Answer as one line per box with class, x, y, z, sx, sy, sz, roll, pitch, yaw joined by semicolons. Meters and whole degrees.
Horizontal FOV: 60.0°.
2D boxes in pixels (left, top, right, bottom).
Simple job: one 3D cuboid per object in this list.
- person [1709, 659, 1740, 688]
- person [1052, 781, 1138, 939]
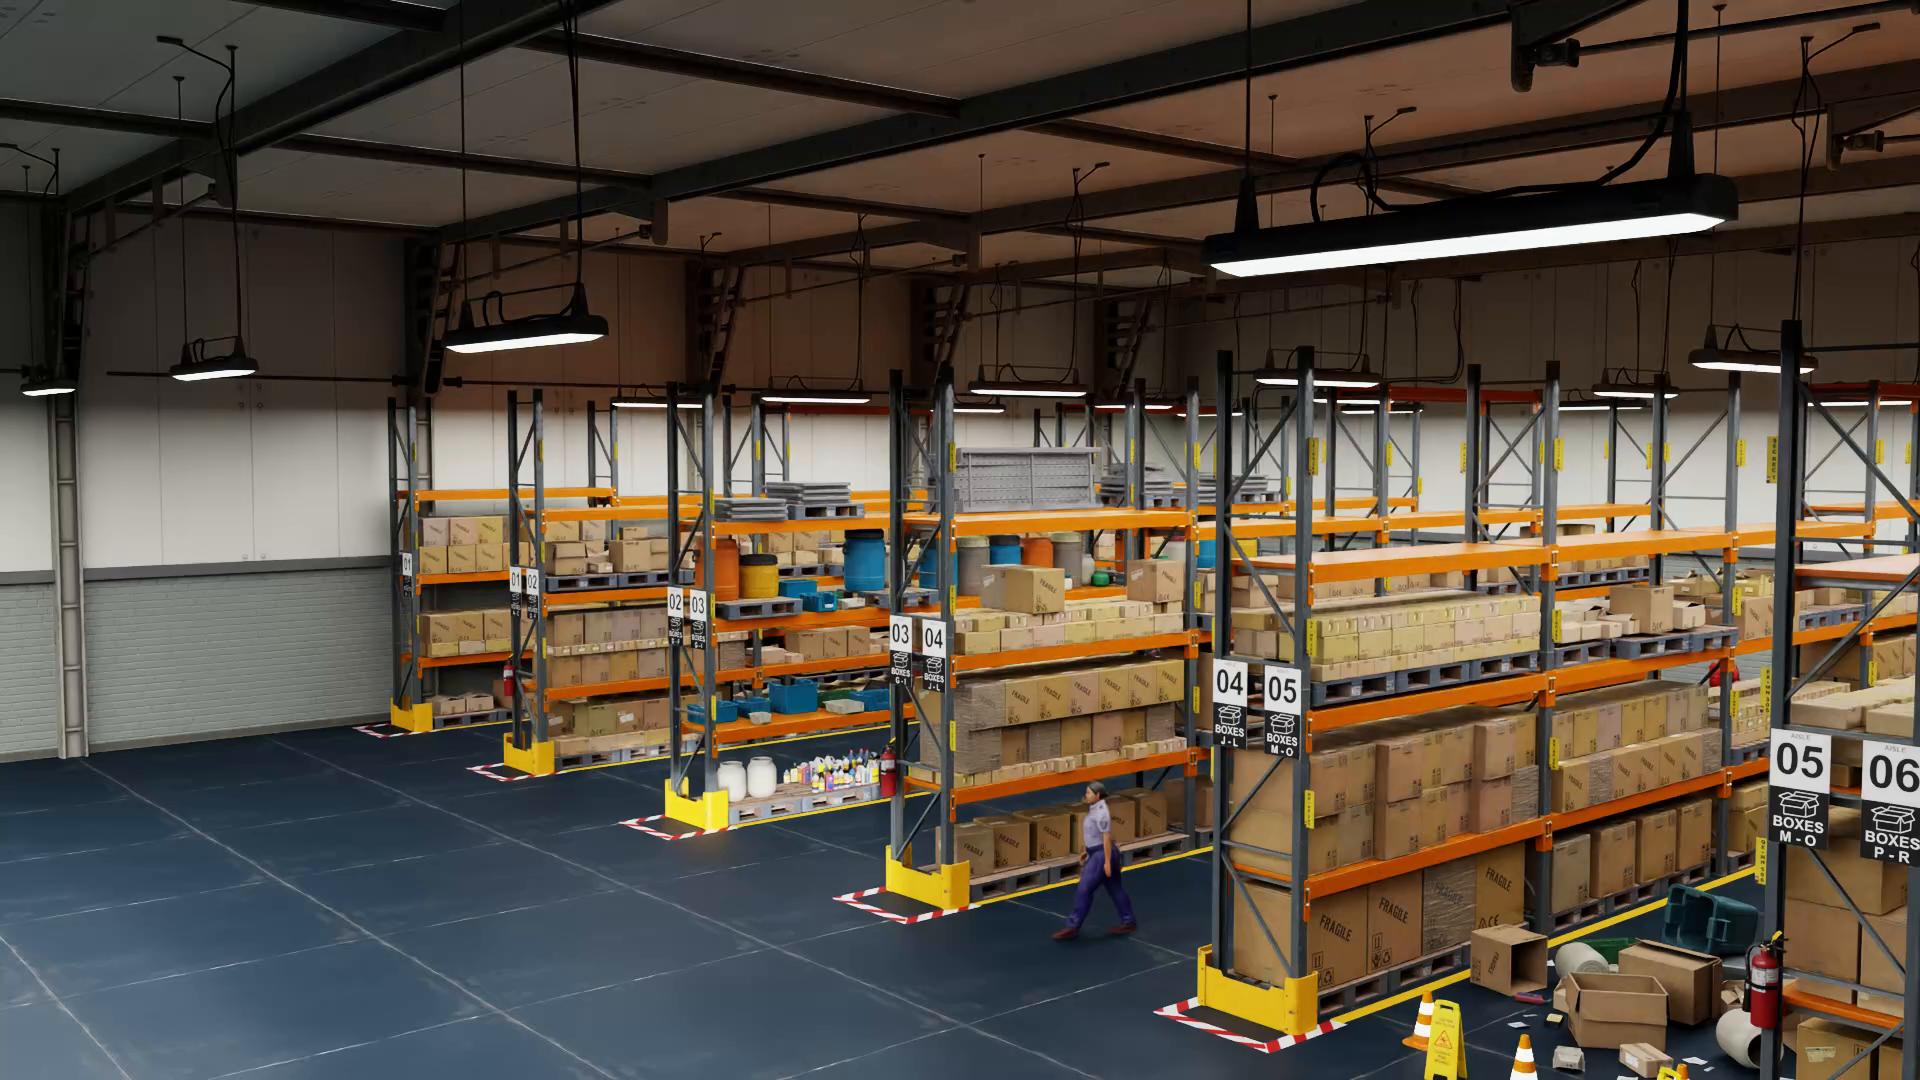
person;12.908;2.671;28.118;0.509;1.665;1.075;2;4;31
person;1.418;3.321;17.391;0.878;1.606;0.536;1;3;9
